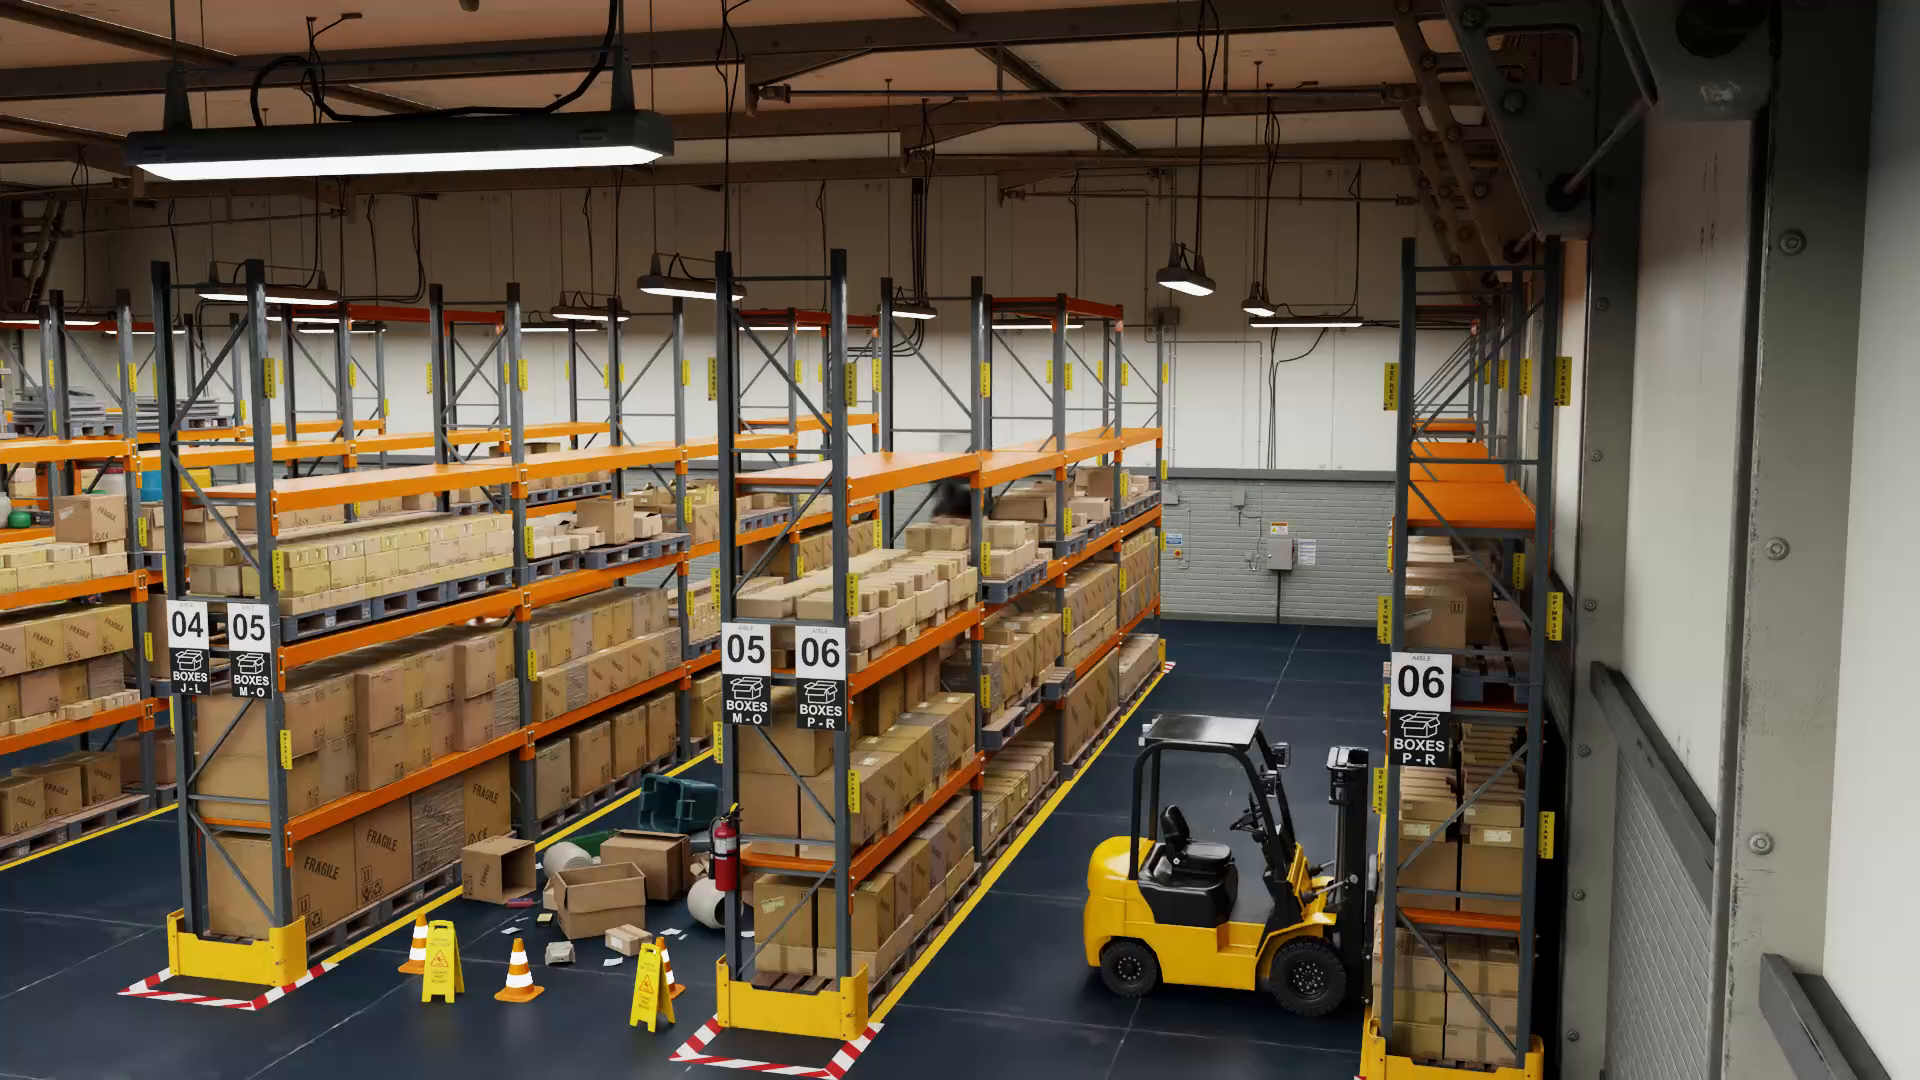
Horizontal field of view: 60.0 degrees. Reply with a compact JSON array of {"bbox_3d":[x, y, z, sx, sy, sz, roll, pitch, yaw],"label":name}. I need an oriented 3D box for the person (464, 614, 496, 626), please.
[{"bbox_3d":[-6.841,1.766,23.881,0.622,1.835,1.002,2,6,18],"label":"person"}]
